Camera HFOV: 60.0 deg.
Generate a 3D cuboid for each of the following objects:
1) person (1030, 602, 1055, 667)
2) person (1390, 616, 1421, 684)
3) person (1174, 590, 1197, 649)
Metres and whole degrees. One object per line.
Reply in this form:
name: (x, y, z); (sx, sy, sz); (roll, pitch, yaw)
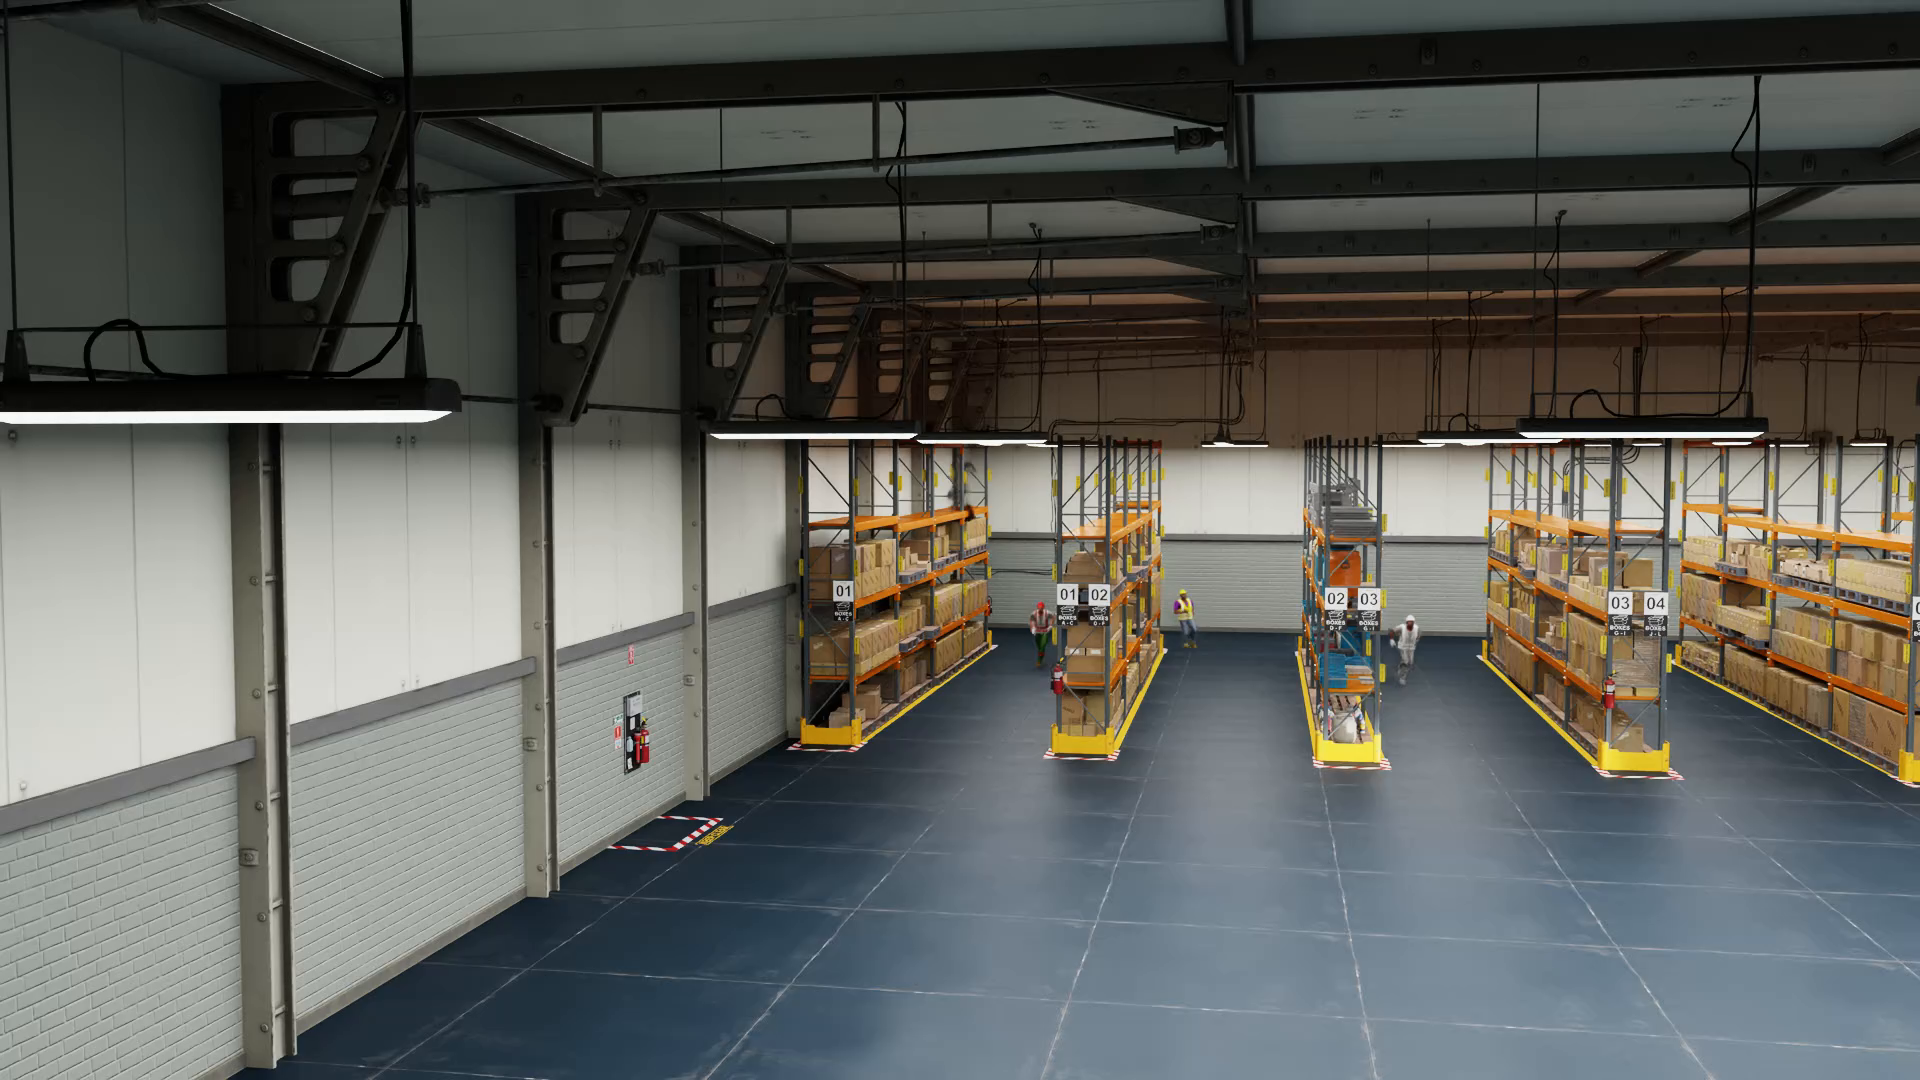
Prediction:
person: (2.191, 2.490, 44.341); (0.669, 1.731, 0.989); (0, 3, 5)
person: (10.903, 2.681, 40.531); (0.667, 1.697, 0.747); (-1, 3, -11)
person: (6.465, 2.285, 47.781); (0.711, 1.735, 0.649); (-1, 3, -15)
